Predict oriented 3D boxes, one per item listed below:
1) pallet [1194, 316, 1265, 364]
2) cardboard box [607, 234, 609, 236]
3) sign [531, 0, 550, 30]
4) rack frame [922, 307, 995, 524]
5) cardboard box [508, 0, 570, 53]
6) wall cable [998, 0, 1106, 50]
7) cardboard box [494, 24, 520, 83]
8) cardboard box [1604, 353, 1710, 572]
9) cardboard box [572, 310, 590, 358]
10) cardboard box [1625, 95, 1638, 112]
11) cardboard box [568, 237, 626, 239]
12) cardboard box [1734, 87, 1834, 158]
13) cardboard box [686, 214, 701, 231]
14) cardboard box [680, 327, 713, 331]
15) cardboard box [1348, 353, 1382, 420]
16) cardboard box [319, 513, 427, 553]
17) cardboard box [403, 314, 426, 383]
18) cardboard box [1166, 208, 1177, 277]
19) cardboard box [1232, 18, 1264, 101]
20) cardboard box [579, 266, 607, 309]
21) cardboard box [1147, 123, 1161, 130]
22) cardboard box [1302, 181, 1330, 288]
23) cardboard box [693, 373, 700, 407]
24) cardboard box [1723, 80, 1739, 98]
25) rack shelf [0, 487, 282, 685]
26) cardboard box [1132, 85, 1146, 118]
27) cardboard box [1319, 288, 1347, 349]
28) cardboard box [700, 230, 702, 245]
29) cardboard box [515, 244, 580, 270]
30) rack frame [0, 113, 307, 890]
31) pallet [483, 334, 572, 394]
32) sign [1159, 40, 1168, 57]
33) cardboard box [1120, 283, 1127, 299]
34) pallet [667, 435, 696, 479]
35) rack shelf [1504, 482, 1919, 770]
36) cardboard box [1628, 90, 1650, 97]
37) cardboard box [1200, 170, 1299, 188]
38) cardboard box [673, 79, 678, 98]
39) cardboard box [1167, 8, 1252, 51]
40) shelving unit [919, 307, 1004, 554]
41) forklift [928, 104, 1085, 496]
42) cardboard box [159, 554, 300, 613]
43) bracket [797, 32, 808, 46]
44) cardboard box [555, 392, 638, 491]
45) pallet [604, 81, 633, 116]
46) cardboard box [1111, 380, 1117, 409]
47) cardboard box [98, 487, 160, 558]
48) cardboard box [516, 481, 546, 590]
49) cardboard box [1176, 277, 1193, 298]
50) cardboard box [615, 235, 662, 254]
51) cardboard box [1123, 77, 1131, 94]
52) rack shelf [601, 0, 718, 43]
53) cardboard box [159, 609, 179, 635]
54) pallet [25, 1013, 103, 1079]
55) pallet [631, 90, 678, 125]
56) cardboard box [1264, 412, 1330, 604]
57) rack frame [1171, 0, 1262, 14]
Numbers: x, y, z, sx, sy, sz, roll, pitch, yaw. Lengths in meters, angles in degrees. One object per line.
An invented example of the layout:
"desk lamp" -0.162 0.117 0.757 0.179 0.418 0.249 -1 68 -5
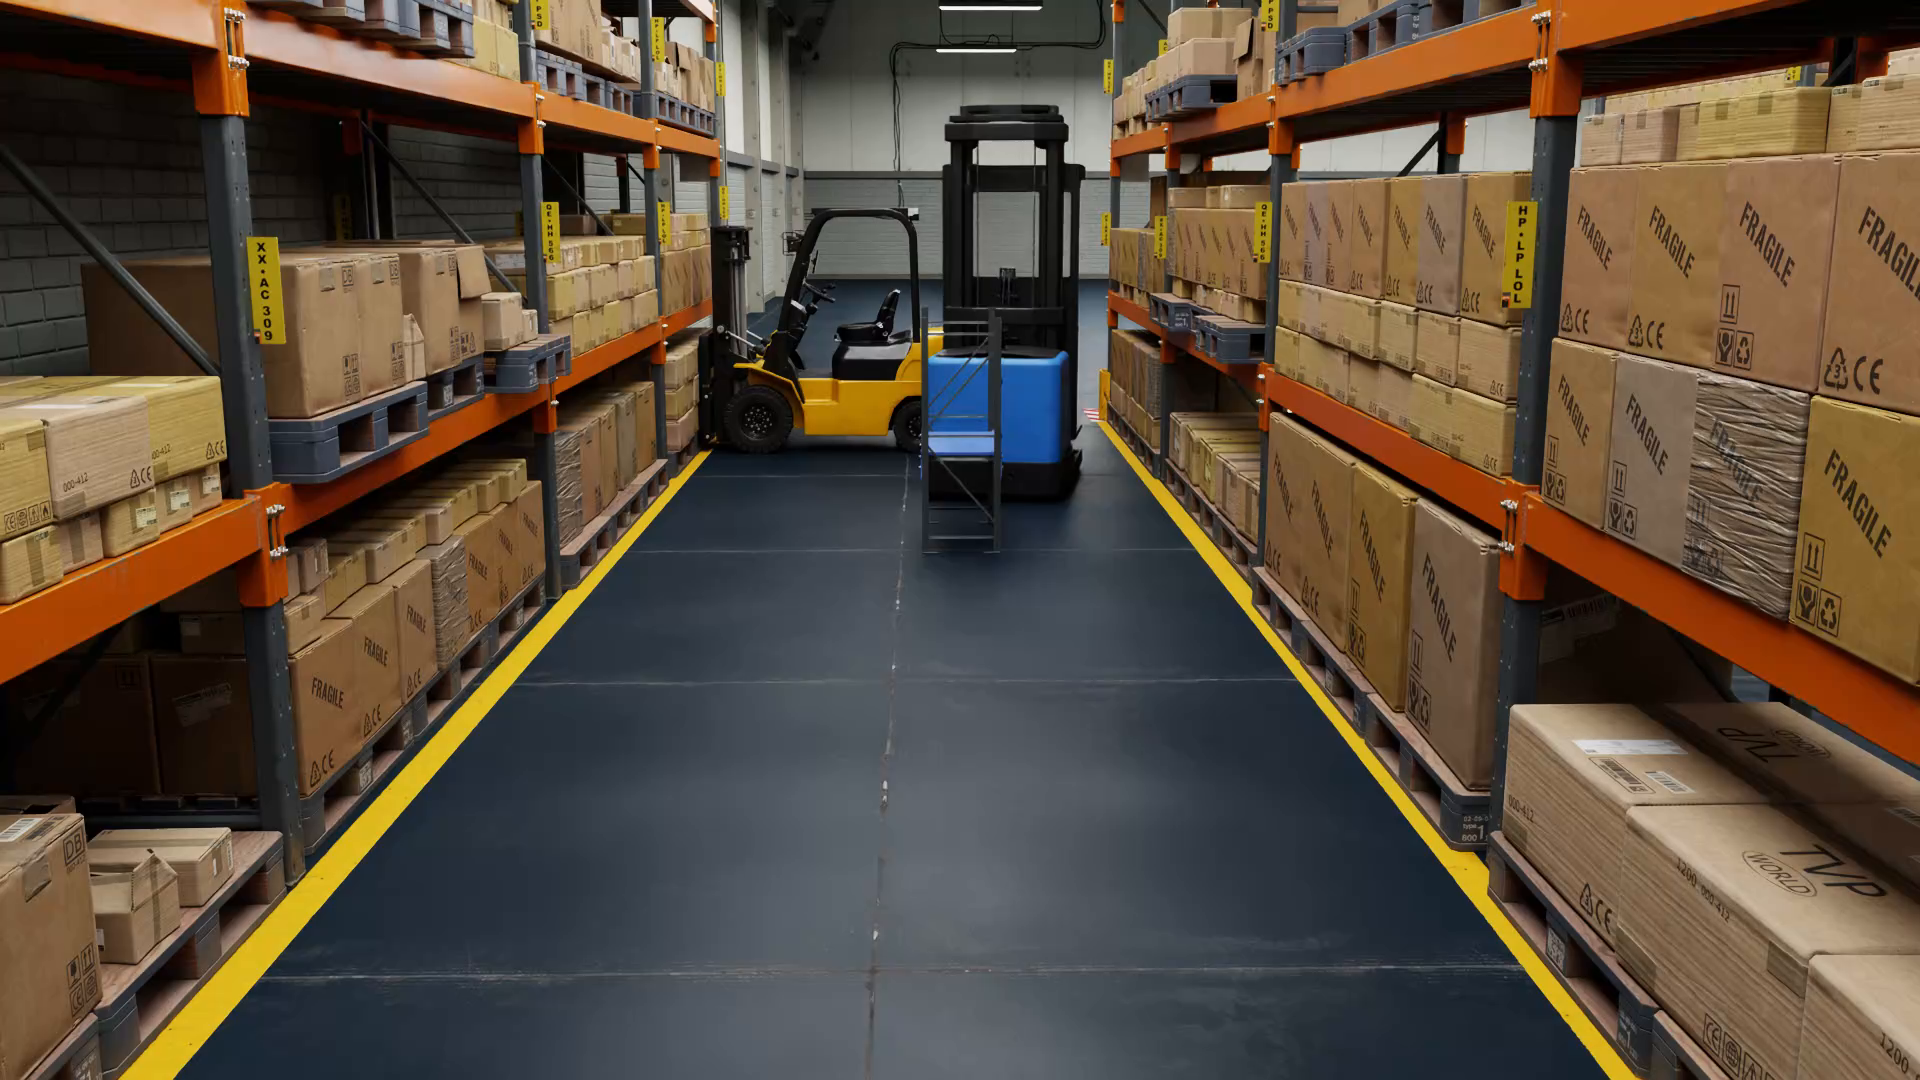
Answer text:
"pallet" 2.078 -1.202 9.923 1.213 0.211 1.003 0 11 -1
"cardboard box" -3.102 -2.562 14.261 0.380 0.149 0.250 0 11 1
"sign" -2.221 -2.859 8.763 0.100 0.325 0.005 0 11 -1
"rack frame" -0.012 -0.853 11.492 0.500 1.500 0.032 0 11 -1
"cardboard box" -2.535 -3.053 9.459 0.500 0.500 0.500 0 11 -1
"wall cable" 2.625 -15.283 47.425 3.097 2.526 0.112 0 11 -1
"cardboard box" -2.510 -2.429 8.322 0.500 0.250 0.500 -1 11 -3
"cardboard box" 2.036 -0.214 4.320 0.500 0.500 0.500 0 11 -1
"cardboard box" -2.534 -1.250 10.051 0.500 0.250 0.500 0 11 -2
"cardboard box" 6.678 -4.217 16.083 0.380 0.149 0.250 0 11 -1
"cardboard box" -2.641 -2.129 12.125 0.380 0.149 0.250 0 11 -1
"cardboard box" 2.018 -0.949 3.794 0.380 0.149 0.250 -1 11 -3
"cardboard box" -2.584 -2.913 15.243 0.380 0.149 0.250 0 11 0
"cardboard box" -2.607 -1.982 16.630 0.500 0.250 0.500 0 11 1
"cardboard box" 2.005 -0.679 7.238 0.500 0.250 0.500 0 11 -1
"cardboard box" -2.547 -0.023 7.226 0.380 0.149 0.250 0 11 -1
"cardboard box" -2.326 -0.756 6.525 0.396 0.266 0.258 0 11 2
"cardboard box" 1.839 -2.256 12.581 0.500 0.500 0.500 0 11 0
"cardboard box" 2.139 -2.979 10.393 0.797 0.503 0.637 0 11 -1
"cardboard box" -2.530 -1.598 10.512 0.500 0.250 0.500 -1 11 -3
"cardboard box" 1.798 -3.563 14.166 0.380 0.149 0.250 0 11 0
"cardboard box" 1.985 -1.496 8.124 0.500 0.500 0.500 0 11 -1
"cardboard box" -2.559 -1.330 14.671 0.500 0.250 0.500 0 11 -2
"cardboard box" 6.719 -3.816 14.102 0.380 0.149 0.250 0 11 -1
"rack shelf" -2.639 0.411 3.296 1.077 0.370 4.000 0 11 -1
"cardboard box" 1.805 -3.882 14.734 0.500 0.250 0.500 0 11 0
"cardboard box" 1.970 -1.023 7.677 0.500 0.250 0.500 0 11 -1
"cardboard box" -2.616 -2.819 15.525 0.380 0.149 0.250 -1 11 -3
"cardboard box" -2.531 -1.721 10.116 0.380 0.149 0.250 0 11 -1
"rack frame" -2.681 -0.339 5.184 1.000 3.000 0.127 0 11 -1
"pallet" -2.679 -0.905 8.460 1.213 0.211 1.003 0 11 -1
"sign" 1.574 -3.670 12.759 0.100 0.325 0.005 0 11 -1
"cardboard box" 1.737 -2.400 15.976 0.380 0.149 0.250 0 11 0
"pallet" -2.821 -0.721 14.080 1.003 0.211 1.213 0 11 -1
"rack shelf" 2.323 0.390 3.400 1.077 0.370 4.000 0 11 -1
"cardboard box" 6.746 -4.385 15.906 0.500 0.250 0.500 0 11 -2
"cardboard box" 2.324 -2.723 13.424 0.700 0.500 0.500 0 11 -2
"cardboard box" -2.568 -3.774 13.897 0.380 0.149 0.250 0 11 1
"cardboard box" 1.748 -3.581 11.684 0.500 0.250 0.500 0 11 -2
"shelving unit" -0.002 -0.752 10.994 0.538 1.500 1.048 0 11 -1
"forklift" 0.439 -2.008 13.583 1.130 2.935 3.031 2 12 8
"cardboard box" -2.483 0.145 5.653 0.380 0.149 0.250 0 11 -2
"bracket" -4.019 -12.656 41.758 0.076 0.066 4.783 0 11 -1
"cardboard box" -2.816 -0.713 11.946 0.875 0.625 0.625 0 11 -2
"pallet" -2.815 -3.130 11.880 0.805 0.209 1.217 -1 11 -3
"cardboard box" 1.774 -1.442 16.482 0.500 0.250 0.500 0 11 -2
"cardboard box" -2.365 -0.050 4.393 0.380 0.149 0.250 0 11 0
"cardboard box" -2.540 -0.031 8.901 0.500 0.500 0.500 0 11 0
"cardboard box" 1.808 -1.872 12.318 0.380 0.149 0.250 0 11 0
"cardboard box" -2.590 -2.360 13.266 0.380 0.149 0.250 0 11 -2
"cardboard box" 1.733 -4.261 15.601 0.380 0.149 0.250 0 11 -1
"rack shelf" -2.887 -4.718 14.497 1.077 0.370 4.000 0 11 -1
"cardboard box" -2.987 0.238 5.939 0.380 0.149 0.250 0 11 -1
"pallet" -2.639 1.408 3.590 1.003 0.211 1.213 0 11 -1
"pallet" -2.890 -3.525 13.569 1.003 0.211 1.213 0 11 -1
"cardboard box" 2.130 -0.182 8.699 0.875 0.875 0.875 0 11 -2
"rack frame" 2.116 -4.890 12.531 1.000 3.000 0.127 0 11 -1
